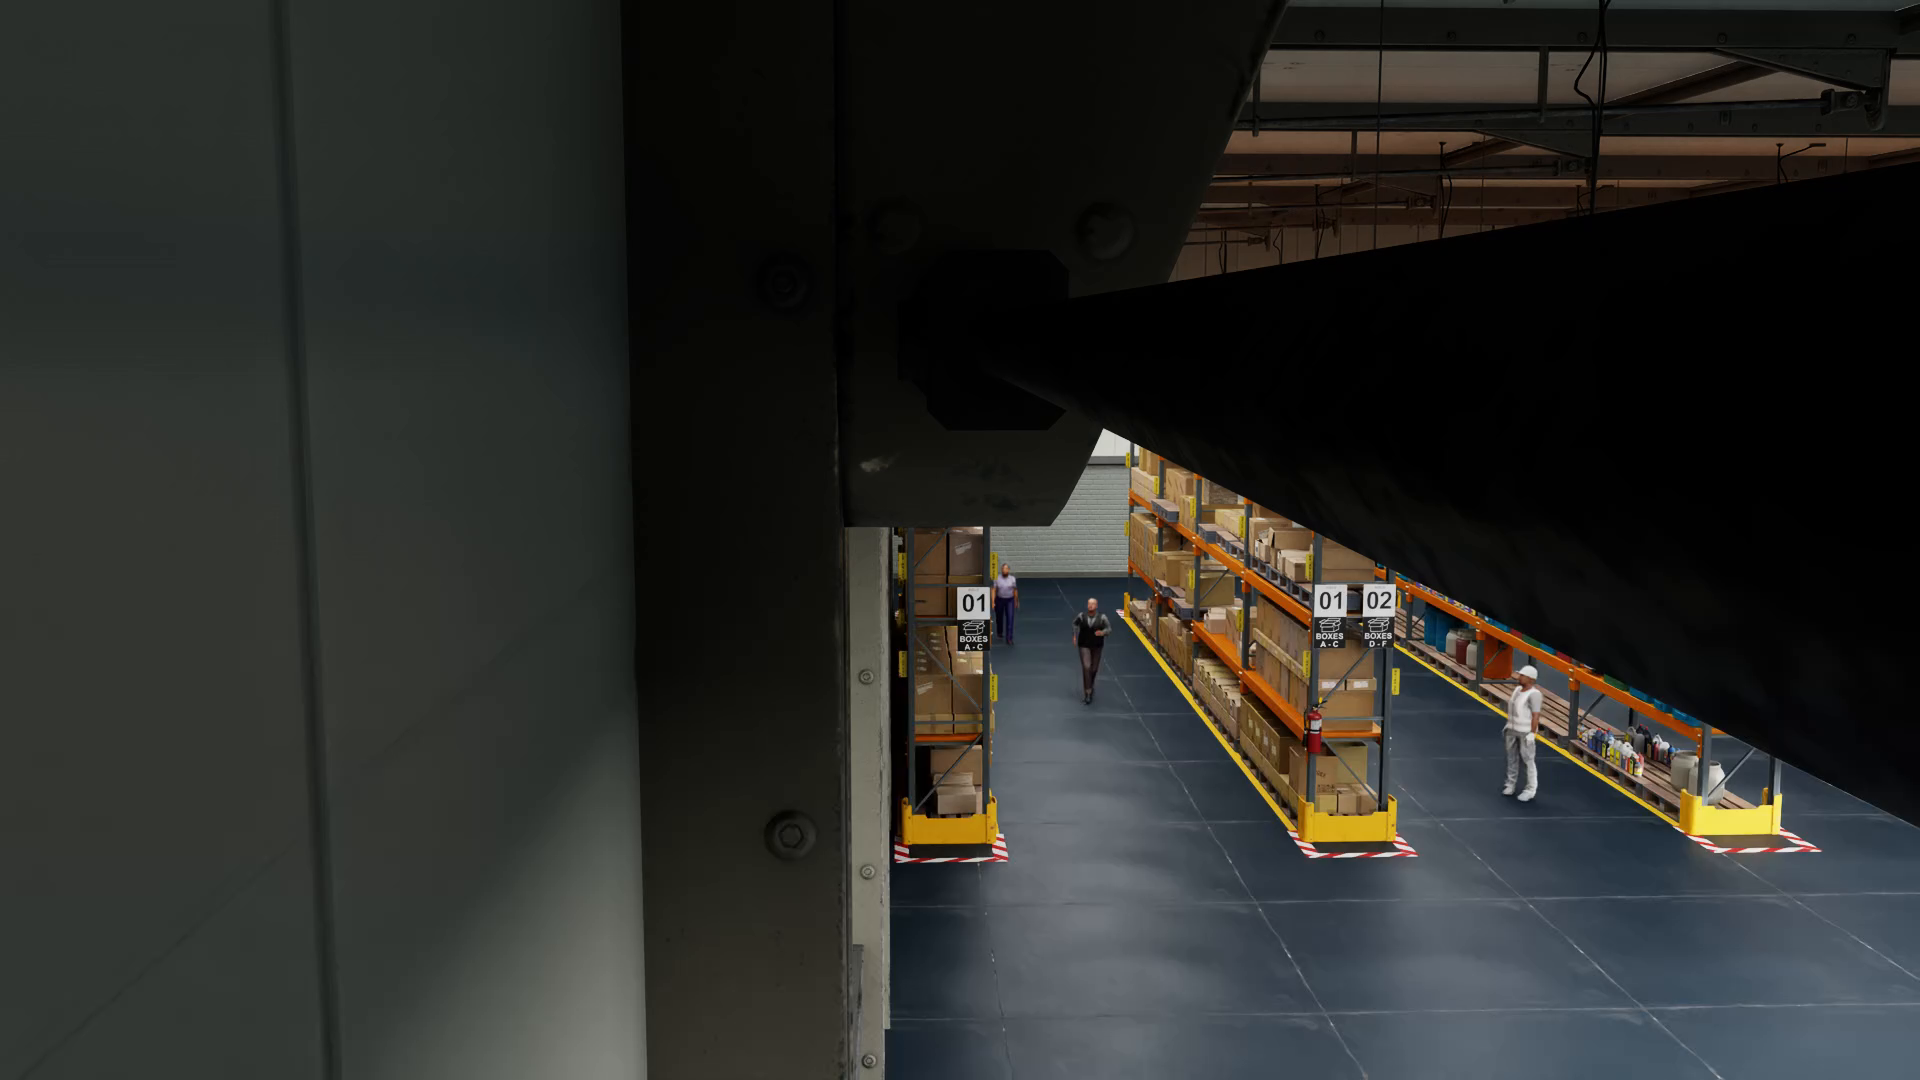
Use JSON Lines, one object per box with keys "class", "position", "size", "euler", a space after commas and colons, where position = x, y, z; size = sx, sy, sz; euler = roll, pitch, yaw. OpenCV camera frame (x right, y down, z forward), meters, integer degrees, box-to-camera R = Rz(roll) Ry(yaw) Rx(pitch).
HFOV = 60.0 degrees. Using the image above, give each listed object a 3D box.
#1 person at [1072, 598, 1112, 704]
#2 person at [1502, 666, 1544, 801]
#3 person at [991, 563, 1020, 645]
{"class": "person", "position": [2.259, 1.839, 28.255], "size": [0.646, 1.694, 0.995], "euler": [-1, 7, -4]}
{"class": "person", "position": [7.577, 2.574, 22.417], "size": [0.420, 1.789, 0.616], "euler": [-4, 8, -29]}
{"class": "person", "position": [0.919, 1.266, 33.398], "size": [0.572, 1.610, 0.927], "euler": [0, 7, 1]}
